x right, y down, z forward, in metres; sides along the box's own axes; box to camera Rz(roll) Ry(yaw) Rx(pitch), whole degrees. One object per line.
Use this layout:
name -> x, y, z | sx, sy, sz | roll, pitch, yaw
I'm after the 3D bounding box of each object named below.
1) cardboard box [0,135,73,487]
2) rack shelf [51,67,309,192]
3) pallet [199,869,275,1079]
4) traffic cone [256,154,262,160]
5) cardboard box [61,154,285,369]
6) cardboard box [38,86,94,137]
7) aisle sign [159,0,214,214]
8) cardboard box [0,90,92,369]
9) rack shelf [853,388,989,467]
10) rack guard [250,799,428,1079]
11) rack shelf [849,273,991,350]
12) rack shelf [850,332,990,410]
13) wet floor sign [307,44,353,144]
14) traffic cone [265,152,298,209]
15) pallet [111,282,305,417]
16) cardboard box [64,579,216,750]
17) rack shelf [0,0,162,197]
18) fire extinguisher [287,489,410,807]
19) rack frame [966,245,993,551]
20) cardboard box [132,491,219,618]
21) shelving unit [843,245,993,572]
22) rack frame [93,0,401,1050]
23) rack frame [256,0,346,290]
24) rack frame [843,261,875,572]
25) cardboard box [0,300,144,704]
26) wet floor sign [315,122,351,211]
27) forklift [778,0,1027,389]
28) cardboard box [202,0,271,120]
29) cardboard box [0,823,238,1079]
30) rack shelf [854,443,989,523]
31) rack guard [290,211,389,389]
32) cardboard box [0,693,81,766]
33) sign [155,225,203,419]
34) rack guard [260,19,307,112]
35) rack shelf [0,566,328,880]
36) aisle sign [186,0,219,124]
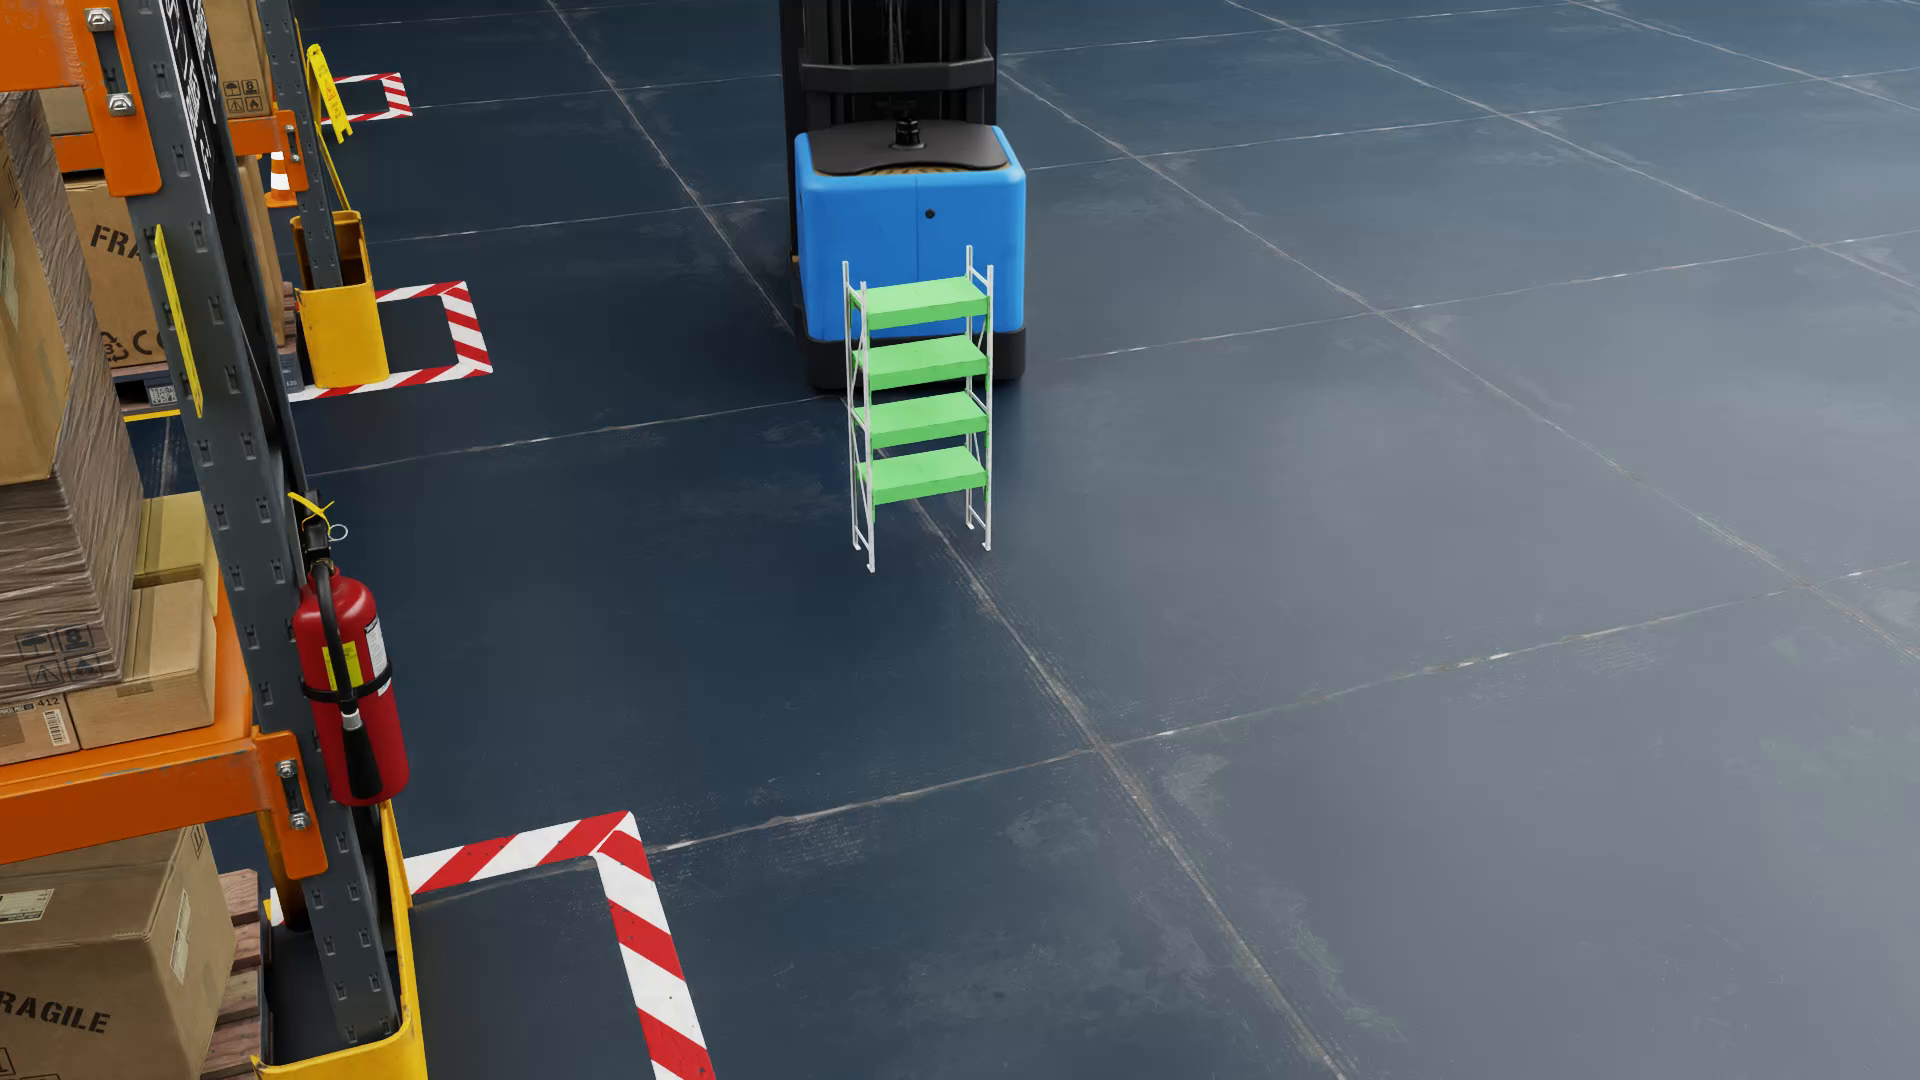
cardboard box -> -1.962, -0.396, 3.003 | 0.500, 0.500, 0.500 | -10, 31, -18
rack shelf -> -5.042, -1.659, 7.359 | 4.000, 0.370, 1.077 | -10, 31, -18
pallet -> -2.378, 1.350, 4.167 | 1.213, 0.211, 1.003 | -10, 31, -18
traffic cone -> -4.941, -2.821, 11.234 | 0.334, 0.463, 0.336 | -10, 31, -18
cardboard box -> -3.780, -1.428, 7.949 | 0.875, 0.875, 0.875 | -10, 31, -17
cardboard box -> -4.007, -2.192, 7.416 | 0.550, 0.550, 0.875 | -10, 31, -18
aisle sign -> -1.370, -0.999, 2.848 | 0.004, 0.787, 0.394 | -10, 31, -18
cardboard box -> -2.143, -0.637, 3.426 | 0.500, 0.500, 0.500 | -10, 31, -18
rack shelf -> -0.155, -0.437, 6.434 | 0.480, 0.148, 0.258 | -10, 31, -18
rack guard -> -1.604, 1.101, 4.313 | 0.348, 0.500, 1.175 | -10, 31, -18
rack shelf -> -0.155, -0.854, 6.197 | 0.480, 0.148, 0.258 | -10, 31, -18
rack shelf -> -0.155, -0.646, 6.316 | 0.480, 0.148, 0.258 | -10, 31, -18
wet floor sign -> -4.437, -3.109, 11.556 | 0.232, 0.644, 0.267 | 0, 30, 0
traffic cone -> -4.236, -2.365, 10.433 | 0.334, 0.463, 0.336 | -10, 31, -18
pallet -> -3.890, -0.931, 8.171 | 1.213, 0.211, 1.003 | -10, 31, -18
cardboard box -> -1.728, 0.256, 3.525 | 0.250, 0.149, 0.380 | -10, 31, -18
rack shelf -> -3.407, -0.644, 2.546 | 4.000, 0.370, 1.077 | -10, 31, -18
fire extinguisher -> -1.265, 0.229, 3.395 | 0.183, 0.674, 0.296 | -10, 31, -18
rack frame -> 0.074, -0.535, 6.477 | 0.015, 1.200, 0.240 | -10, 31, -18
cardboard box -> -1.883, 0.049, 3.887 | 0.250, 0.149, 0.380 | -10, 31, -18
shelving unit -> -0.155, -0.493, 6.403 | 0.503, 1.200, 0.258 | -10, 31, -18
rack frame -> -1.533, 0.002, 3.717 | 0.127, 3.000, 1.000 | -10, 31, -18
rack frame -> -3.167, -2.317, 7.787 | 0.127, 3.000, 1.000 | -10, 31, -18
rack frame -> -0.384, -0.451, 6.329 | 0.015, 1.200, 0.240 | -10, 31, -18
cardboard box -> -2.058, -0.089, 3.474 | 0.500, 0.500, 0.875 | -10, 31, -18
wet floor sign -> -3.831, -2.218, 9.991 | 0.232, 0.644, 0.267 | -16, 33, -26
forklift -> -0.388, -2.695, 8.519 | 1.130, 2.935, 3.031 | -4, 30, -7
cardboard box -> -3.499, -2.297, 7.600 | 0.550, 0.550, 0.875 | -10, 31, -18
cardboard box -> -2.124, 1.005, 4.056 | 0.500, 0.500, 0.500 | -5, 30, -8
rack shelf -> -0.155, -0.229, 6.553 | 0.480, 0.148, 0.258 | -10, 31, -18
rack guard -> -3.145, -1.235, 8.413 | 0.348, 0.500, 1.175 | -10, 31, -18
cardboard box -> -1.962, 0.299, 3.449 | 0.250, 0.149, 0.380 | -10, 31, -18
sign -> -1.358, -0.378, 2.894 | 0.005, 0.325, 0.100 | -10, 31, -18
rack guard -> -5.059, -3.497, 12.383 | 0.348, 0.500, 1.175 | -10, 31, -18
rack shelf -> -3.407, 0.660, 3.289 | 4.000, 0.370, 1.077 | -10, 31, -18
aisle sign -> -1.579, -1.278, 3.336 | 0.004, 0.787, 0.394 | -10, 31, -18
